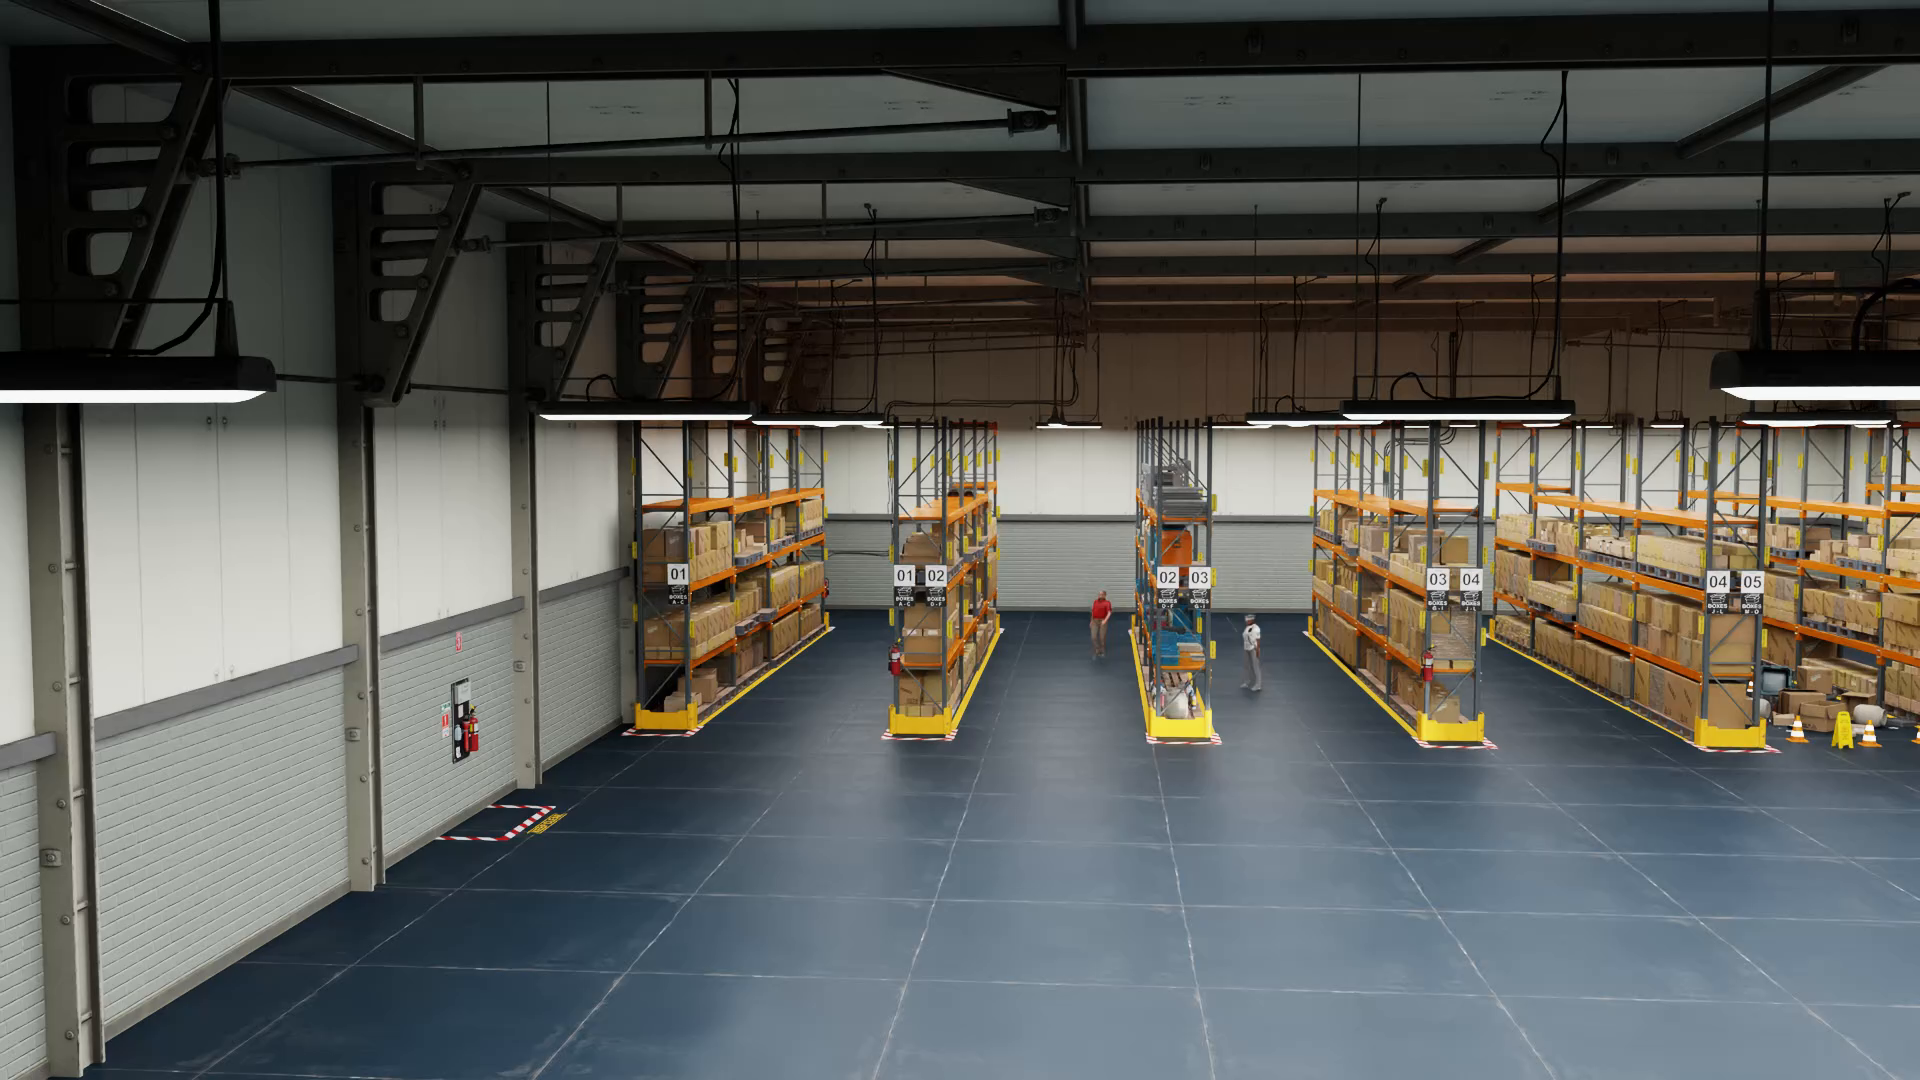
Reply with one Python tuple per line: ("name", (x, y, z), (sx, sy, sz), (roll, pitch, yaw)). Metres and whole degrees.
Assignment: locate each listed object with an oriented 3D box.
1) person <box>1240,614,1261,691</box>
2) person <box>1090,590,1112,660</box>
("person", (6.464, 2.482, 36.933), (0.383, 1.664, 0.534), (-2, 4, -26))
("person", (3.504, 2.153, 41.749), (0.602, 1.786, 0.667), (1, 4, 16))
